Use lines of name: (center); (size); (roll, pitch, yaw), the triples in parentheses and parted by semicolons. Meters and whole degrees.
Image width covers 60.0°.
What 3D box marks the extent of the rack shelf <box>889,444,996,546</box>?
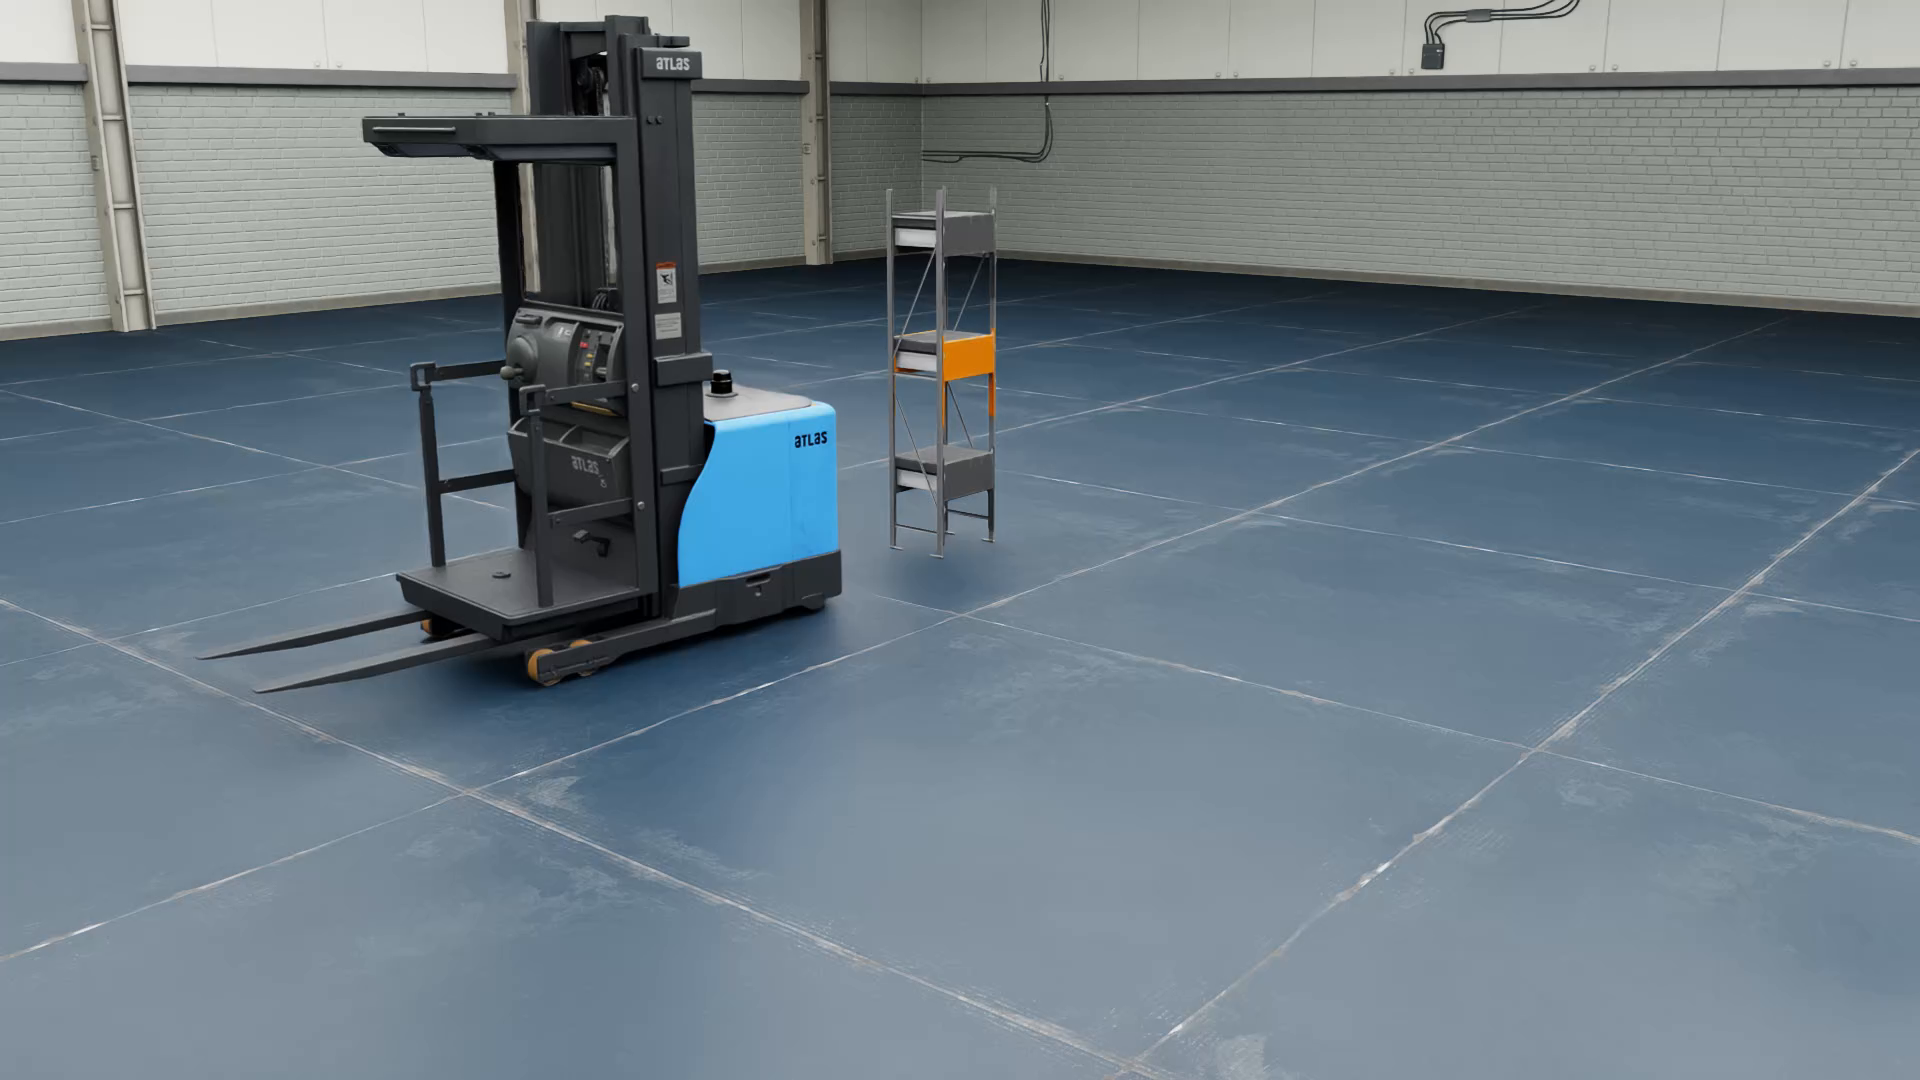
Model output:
rack shelf: (-0.104, -0.294, 9.915); (0.431, 0.518, 0.480); (11, 18, 38)

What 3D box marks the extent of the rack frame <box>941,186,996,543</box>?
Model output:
rack frame: (0.049, -1.033, 9.924); (0.400, 2.100, 0.015); (11, 18, 38)

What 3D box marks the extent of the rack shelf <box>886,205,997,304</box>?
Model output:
rack shelf: (-0.104, -1.651, 9.571); (0.431, 0.518, 0.480); (11, 18, 38)

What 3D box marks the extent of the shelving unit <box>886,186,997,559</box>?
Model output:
shelving unit: (-0.104, -0.986, 9.740); (0.431, 2.100, 0.503); (11, 18, 38)

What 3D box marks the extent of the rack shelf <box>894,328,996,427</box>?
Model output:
rack shelf: (-0.104, -0.973, 9.743); (0.431, 0.518, 0.480); (11, 18, 38)

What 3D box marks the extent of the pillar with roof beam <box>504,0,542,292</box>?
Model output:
pillar with roof beam: (-2.900, -7.400, 20.976); (9.100, 9.000, 0.400); (11, 18, 38)

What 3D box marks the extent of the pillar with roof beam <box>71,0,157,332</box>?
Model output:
pillar with roof beam: (-6.671, -6.251, 16.453); (9.100, 9.000, 0.400); (11, 18, 38)

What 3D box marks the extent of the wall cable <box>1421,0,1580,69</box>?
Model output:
wall cable: (7.777, -9.751, 23.323); (2.305, 6.003, 0.169); (11, 18, 38)

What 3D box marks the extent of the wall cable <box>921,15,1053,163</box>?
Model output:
wall cable: (0.403, -8.070, 29.919); (3.097, 2.526, 0.112); (11, 18, 38)

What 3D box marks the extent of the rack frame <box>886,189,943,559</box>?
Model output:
rack frame: (-0.257, -0.939, 9.556); (0.400, 2.100, 0.015); (11, 18, 38)

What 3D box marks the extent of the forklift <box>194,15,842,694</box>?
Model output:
forklift: (-2.022, -0.904, 7.728); (3.031, 2.935, 1.130); (-14, 20, -43)

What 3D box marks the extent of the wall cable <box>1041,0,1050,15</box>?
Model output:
wall cable: (2.507, -10.099, 27.649); (3.097, 2.526, 0.112); (11, 18, 38)

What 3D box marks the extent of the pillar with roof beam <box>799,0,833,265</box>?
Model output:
pillar with roof beam: (0.871, -8.549, 25.499); (9.100, 9.000, 0.400); (11, 18, 38)
